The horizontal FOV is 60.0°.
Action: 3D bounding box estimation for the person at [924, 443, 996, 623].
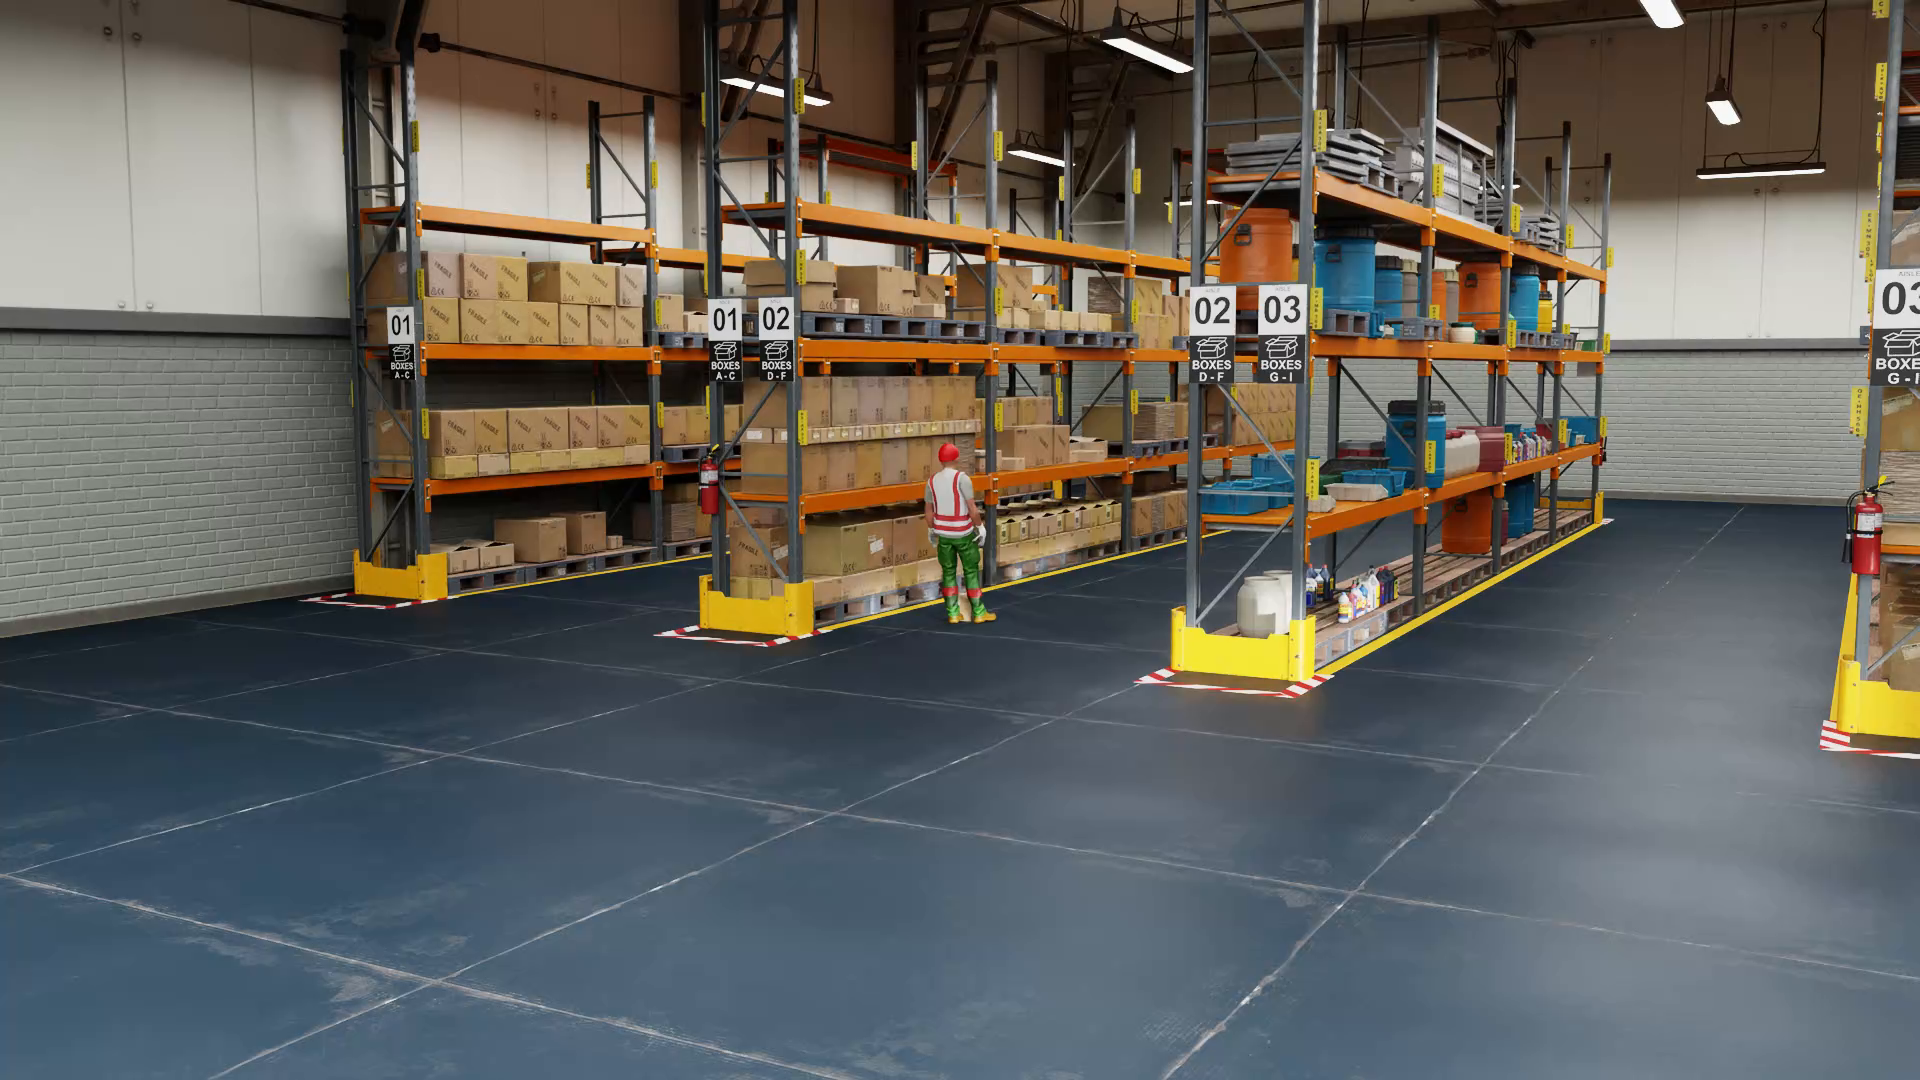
[{"bbox_3d":[-0.010,-0.076,16.598,0.638,1.789,0.563,3,7,28],"label":"person"}]
